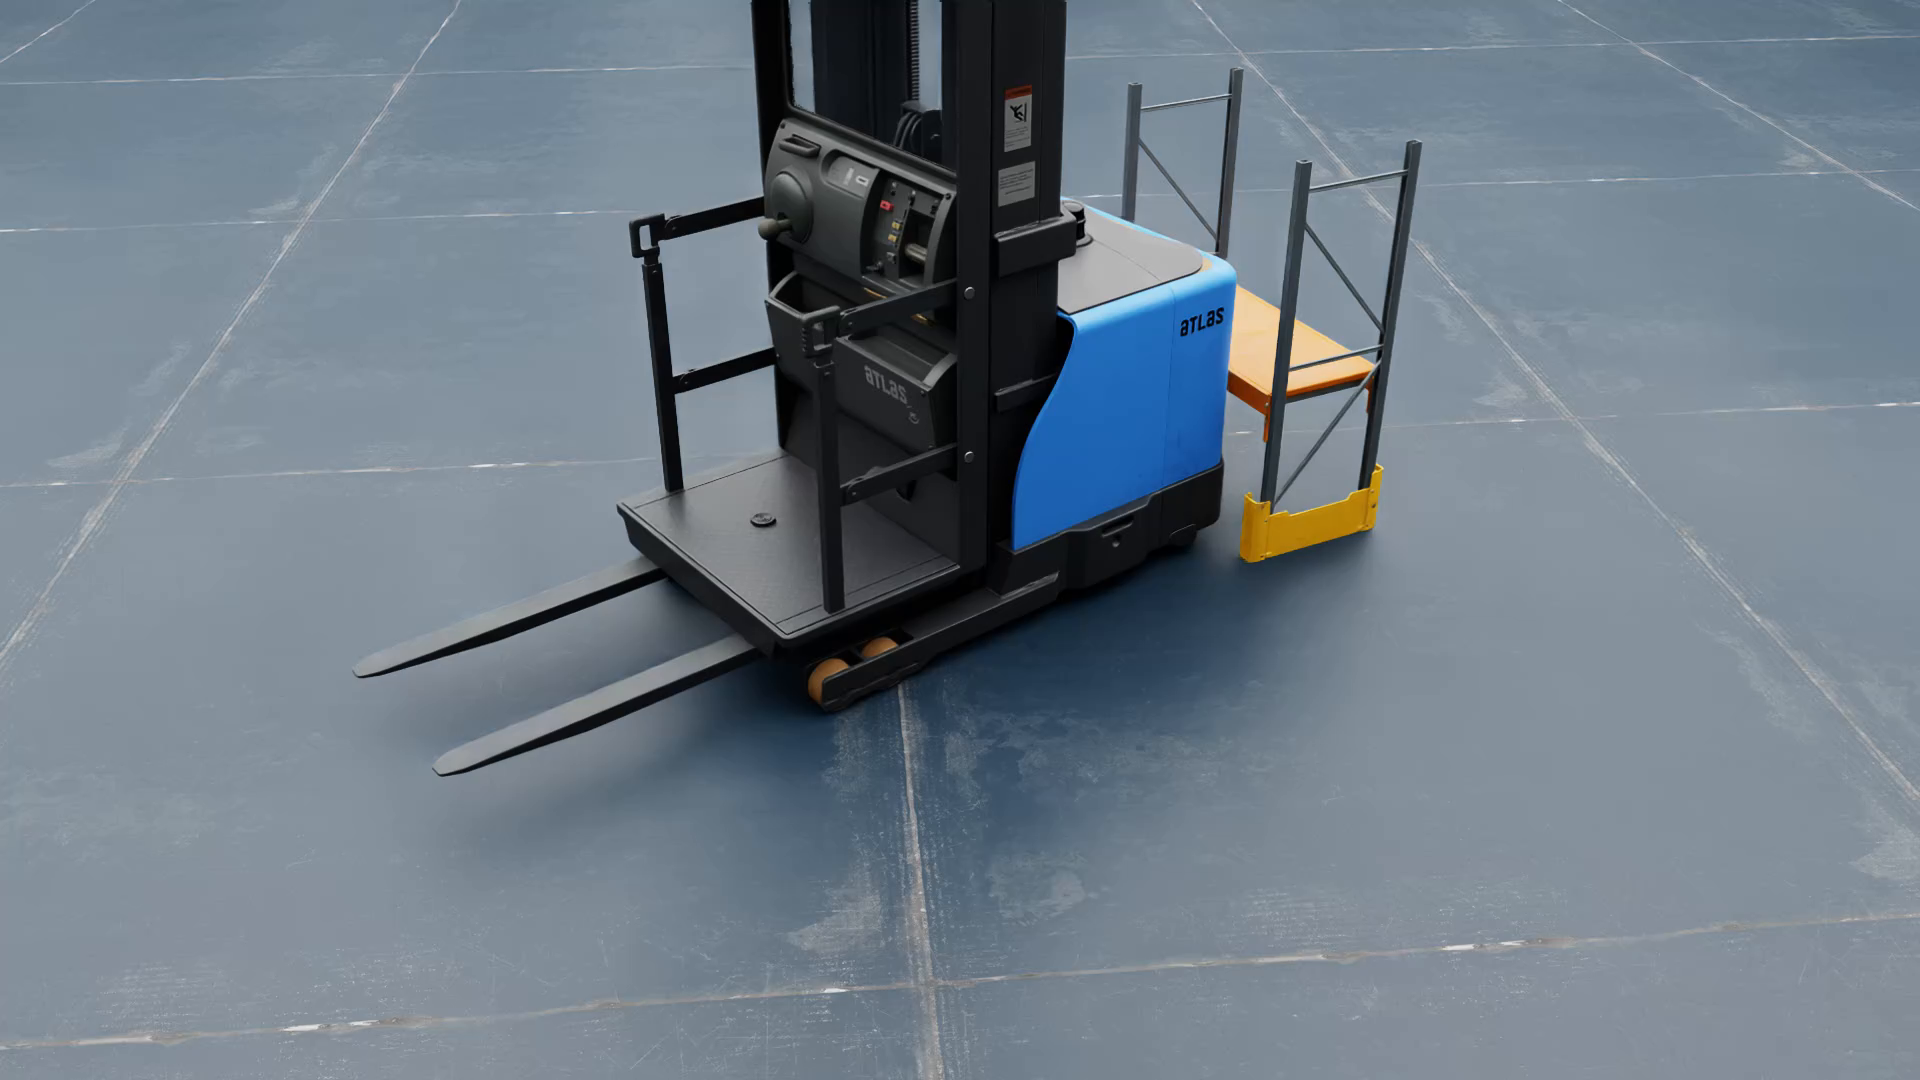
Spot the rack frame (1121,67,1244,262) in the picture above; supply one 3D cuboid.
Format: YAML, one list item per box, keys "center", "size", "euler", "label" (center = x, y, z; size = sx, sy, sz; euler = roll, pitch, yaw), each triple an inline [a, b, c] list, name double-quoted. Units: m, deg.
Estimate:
- center: [0.852, -1.099, 6.628]
  size: [0.500, 1.500, 0.032]
  euler: [-15, 34, -23]
  label: "rack frame"

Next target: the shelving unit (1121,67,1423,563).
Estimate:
- center: [1.080, -0.871, 6.246]
  size: [0.587, 1.500, 1.083]
  euler: [-15, 34, -23]
  label: "shelving unit"

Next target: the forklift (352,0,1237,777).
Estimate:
- center: [-0.492, -1.016, 5.093]
  size: [3.031, 2.935, 1.130]
  euler: [-22, 37, -32]
  label: "forklift"

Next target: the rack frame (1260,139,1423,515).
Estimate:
- center: [1.316, -0.635, 5.851]
  size: [0.500, 1.500, 0.032]
  euler: [-15, 34, -23]
  label: "rack frame"

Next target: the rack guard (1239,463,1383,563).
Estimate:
- center: [1.307, -0.108, 6.186]
  size: [0.587, 0.250, 0.087]
  euler: [-15, 34, -23]
  label: "rack guard"

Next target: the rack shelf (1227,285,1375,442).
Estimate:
- center: [1.084, -0.713, 6.332]
  size: [0.538, 0.185, 1.000]
  euler: [-15, 34, -23]
  label: "rack shelf"
